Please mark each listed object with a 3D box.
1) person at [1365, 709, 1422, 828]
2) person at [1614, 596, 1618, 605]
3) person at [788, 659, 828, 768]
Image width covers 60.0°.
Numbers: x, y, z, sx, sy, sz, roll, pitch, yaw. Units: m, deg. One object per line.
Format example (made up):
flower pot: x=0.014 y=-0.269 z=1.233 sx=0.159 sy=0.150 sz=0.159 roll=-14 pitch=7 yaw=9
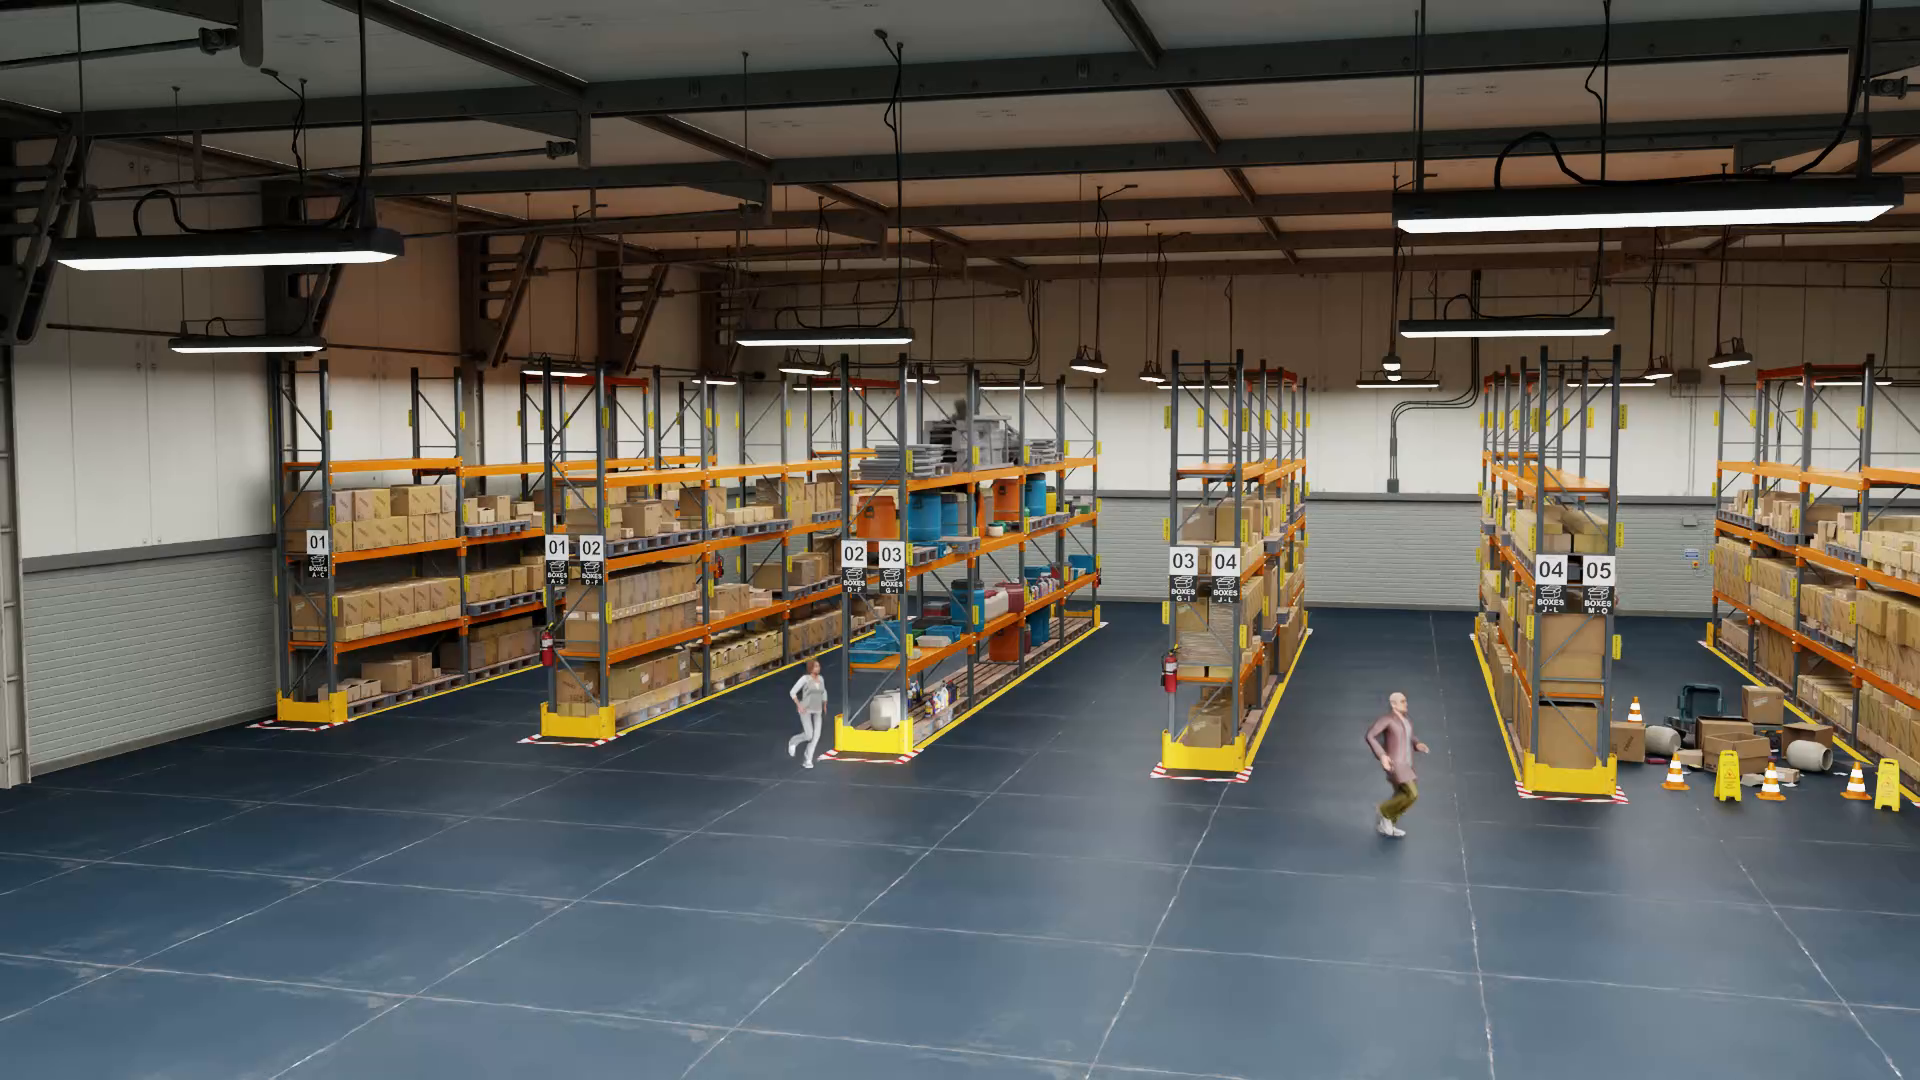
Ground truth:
person: x=5.255 y=2.765 z=19.895 sx=0.581 sy=1.467 sz=0.691 roll=4 pitch=6 yaw=44
person: x=13.662 y=1.561 z=35.481 sx=0.667 sy=1.652 sz=0.603 roll=0 pitch=4 yaw=6
person: x=-2.170 y=2.505 z=24.176 sx=0.605 sy=1.537 sz=0.572 roll=-3 pitch=5 yaw=-39
